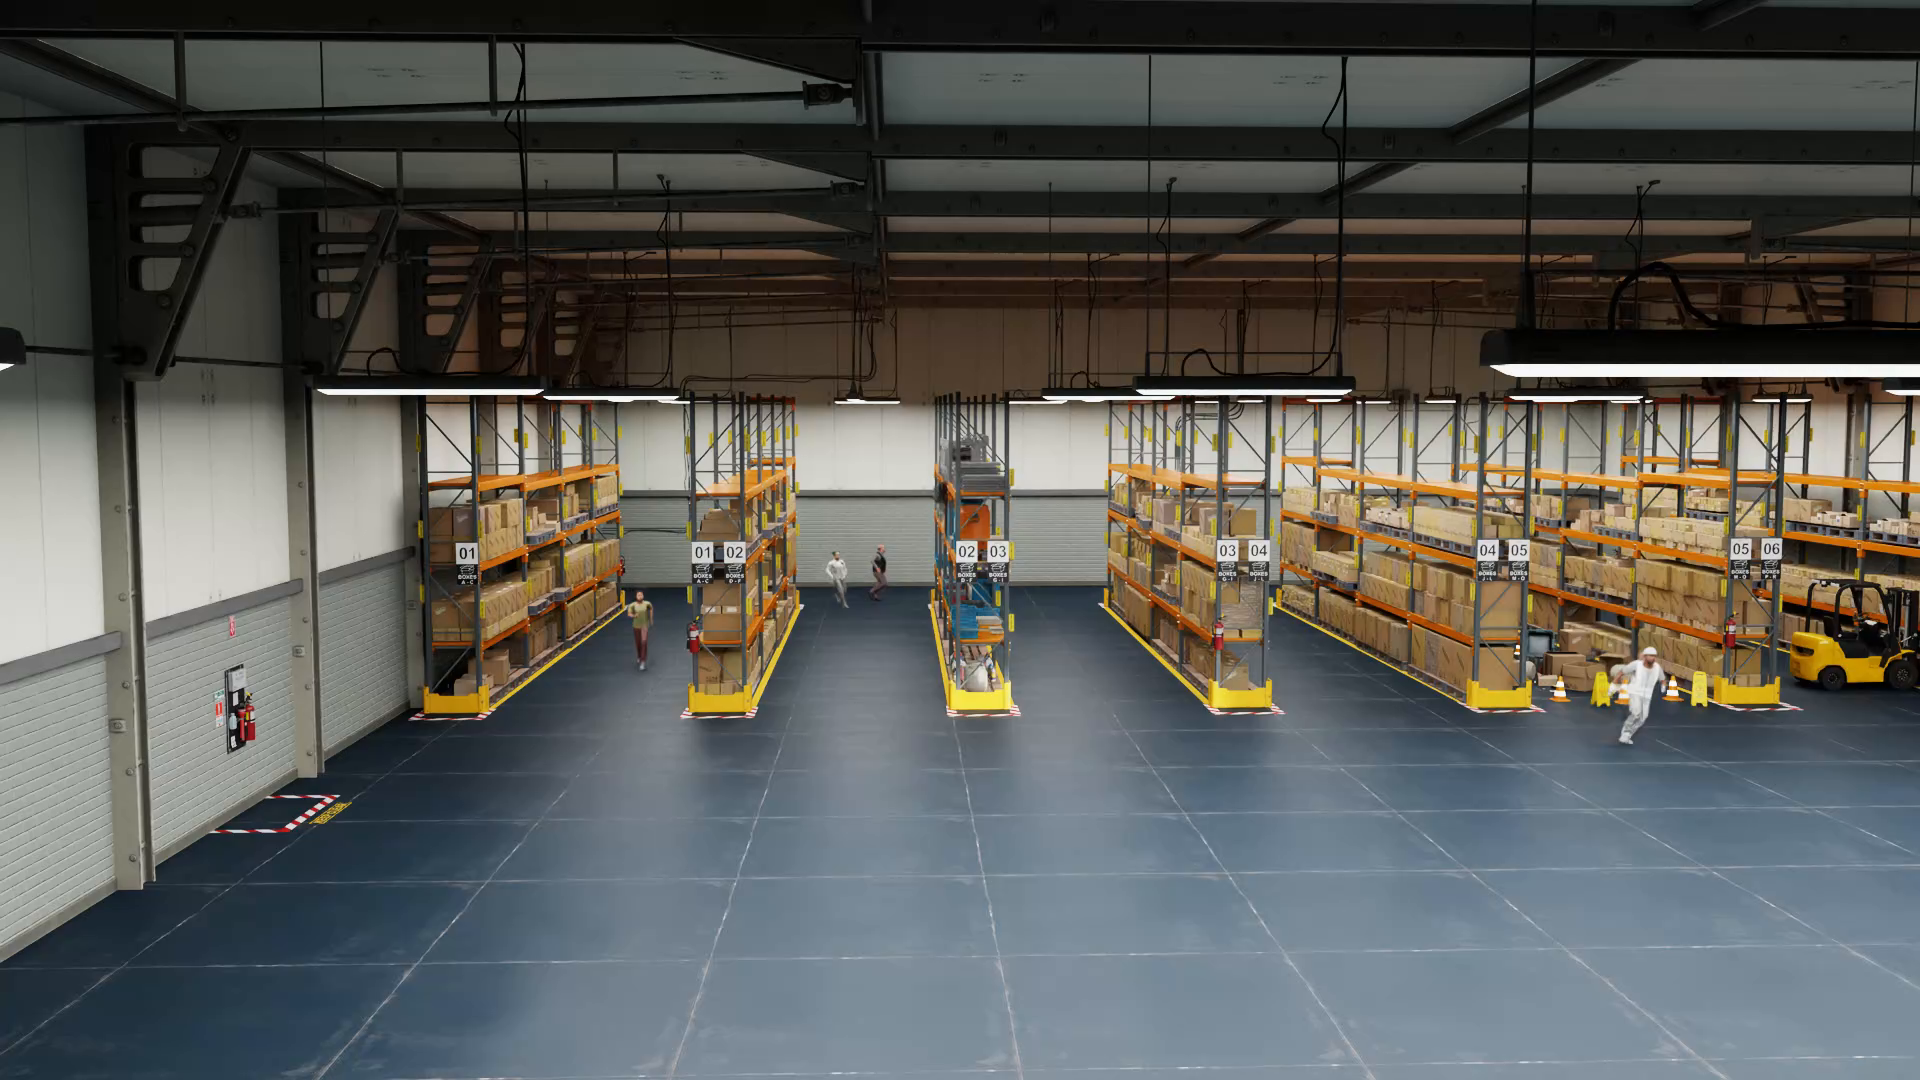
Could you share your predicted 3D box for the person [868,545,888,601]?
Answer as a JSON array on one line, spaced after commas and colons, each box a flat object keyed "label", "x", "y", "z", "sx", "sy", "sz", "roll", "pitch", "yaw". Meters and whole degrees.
[{"label": "person", "x": -2.411, "y": 0.968, "z": 49.100, "sx": 0.526, "sy": 1.651, "sz": 0.744, "roll": 1, "pitch": 5, "yaw": 12}]

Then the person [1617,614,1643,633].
[{"label": "person", "x": 16.665, "y": 1.547, "z": 41.368, "sx": 0.700, "sy": 1.757, "sz": 1.057, "roll": -1, "pitch": 5, "yaw": -7}]

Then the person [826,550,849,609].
[{"label": "person", "x": -3.502, "y": 1.109, "z": 47.450, "sx": 0.610, "sy": 1.659, "sz": 0.785, "roll": -3, "pitch": 5, "yaw": -31}]

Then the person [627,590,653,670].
[{"label": "person", "x": -7.039, "y": 1.947, "z": 36.606, "sx": 0.524, "sy": 1.718, "sz": 0.839, "roll": 0, "pitch": 5, "yaw": -4}]

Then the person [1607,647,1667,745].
[{"label": "person", "x": 11.529, "y": 2.640, "z": 28.105, "sx": 0.878, "sy": 1.672, "sz": 0.698, "roll": -1, "pitch": 5, "yaw": -11}]
